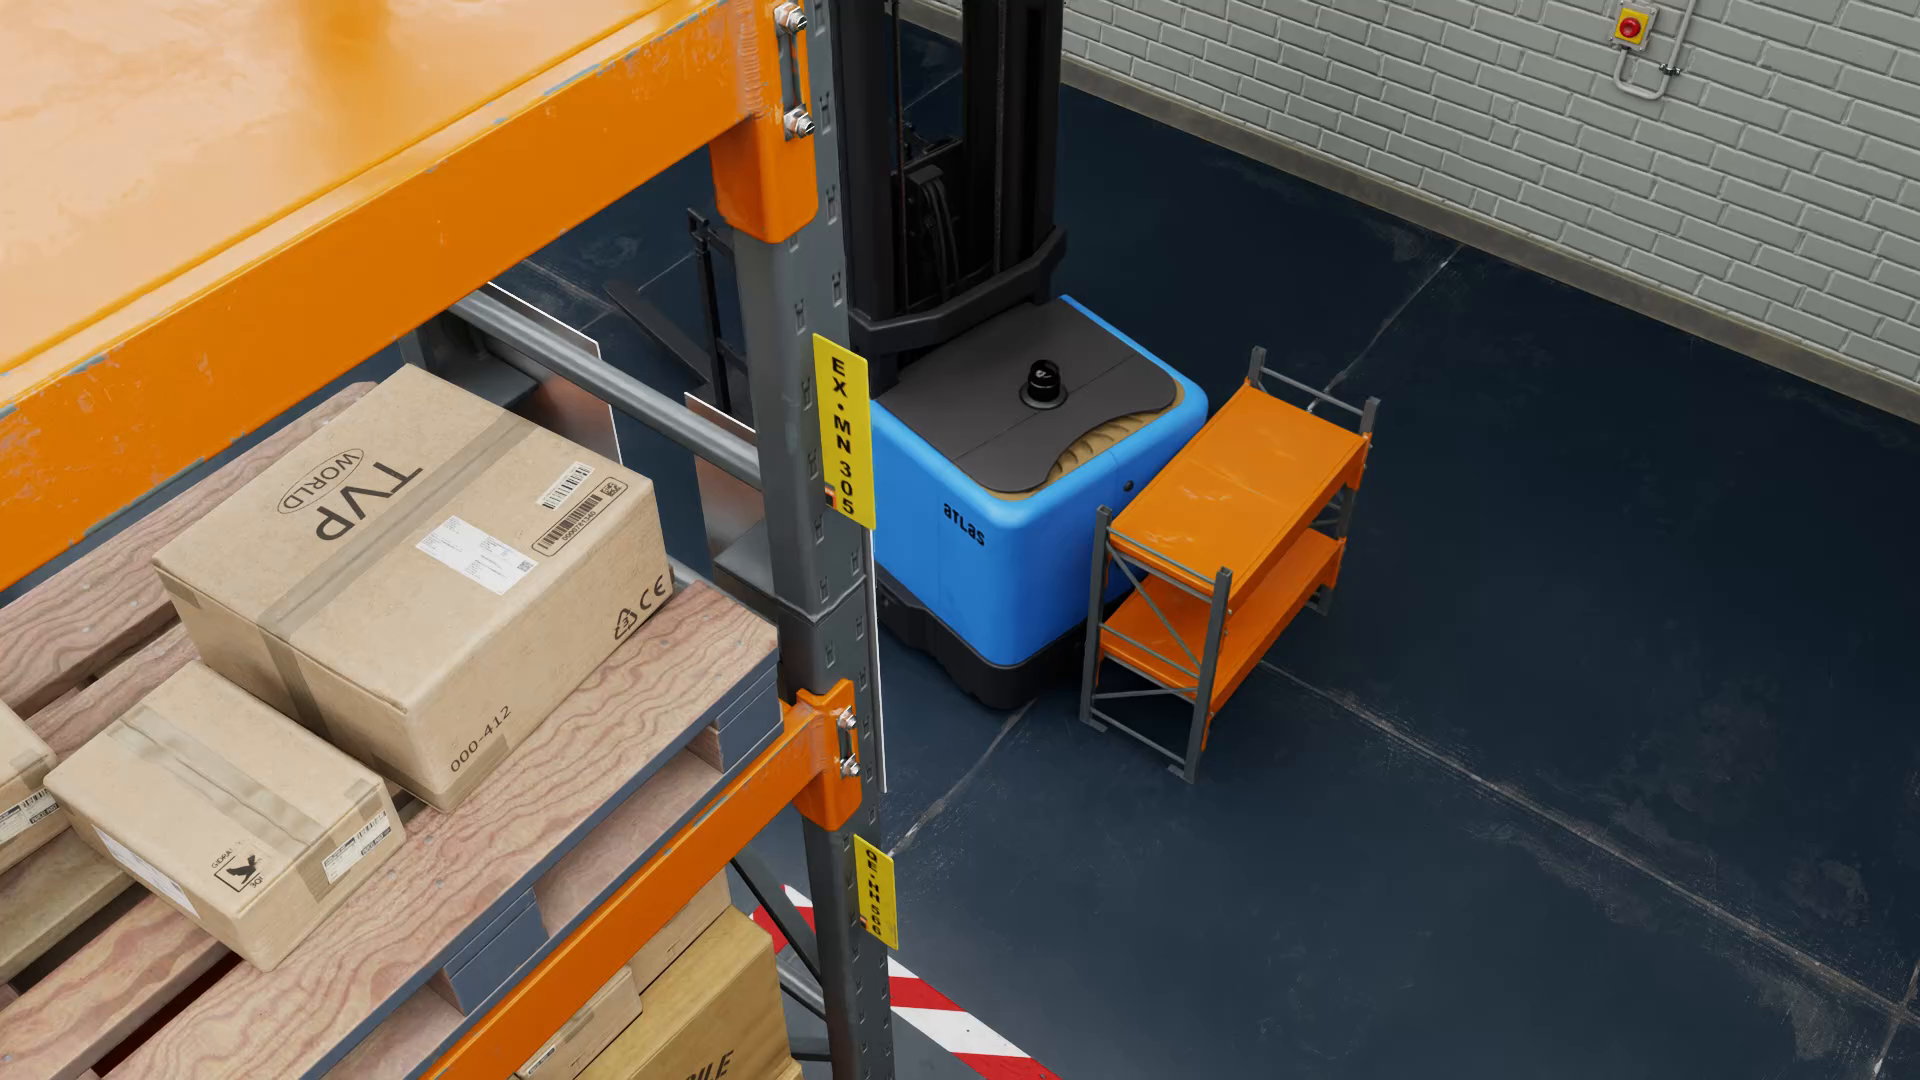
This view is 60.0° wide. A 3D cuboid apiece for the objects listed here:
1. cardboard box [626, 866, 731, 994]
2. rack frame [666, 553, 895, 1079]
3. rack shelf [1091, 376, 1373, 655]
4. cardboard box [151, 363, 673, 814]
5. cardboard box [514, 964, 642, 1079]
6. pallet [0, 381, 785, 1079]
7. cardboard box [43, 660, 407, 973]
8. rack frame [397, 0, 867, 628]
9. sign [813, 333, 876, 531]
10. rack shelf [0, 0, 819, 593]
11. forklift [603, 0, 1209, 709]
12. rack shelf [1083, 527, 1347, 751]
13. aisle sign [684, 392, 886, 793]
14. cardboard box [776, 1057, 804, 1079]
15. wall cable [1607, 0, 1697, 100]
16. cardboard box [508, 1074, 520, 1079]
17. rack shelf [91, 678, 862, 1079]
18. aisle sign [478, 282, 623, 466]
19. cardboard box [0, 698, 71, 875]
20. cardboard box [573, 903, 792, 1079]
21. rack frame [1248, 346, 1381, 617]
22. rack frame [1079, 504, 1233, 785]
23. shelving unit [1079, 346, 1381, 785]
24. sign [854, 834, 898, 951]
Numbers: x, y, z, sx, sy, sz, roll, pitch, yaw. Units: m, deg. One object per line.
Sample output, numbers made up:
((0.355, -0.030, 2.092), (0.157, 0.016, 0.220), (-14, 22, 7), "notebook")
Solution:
((-0.646, 0.609, 3.050), (0.380, 0.149, 0.250), (30, 53, 25), "cardboard box")
((-0.585, 0.919, 3.963), (1.000, 3.000, 0.127), (29, 53, 25), "rack frame")
((0.962, -0.109, 5.836), (0.538, 0.278, 1.000), (28, 53, 24), "rack shelf")
((-0.789, 0.052, 2.460), (0.500, 0.250, 0.500), (25, 51, 22), "cardboard box")
((-0.782, 0.765, 2.901), (0.380, 0.149, 0.250), (30, 53, 26), "cardboard box")
((-1.030, 0.342, 2.500), (1.003, 0.211, 1.213), (29, 53, 25), "pallet")
((-0.982, 0.362, 2.234), (0.380, 0.149, 0.250), (25, 51, 22), "cardboard box")
((-0.585, -1.153, 1.793), (1.000, 3.000, 0.127), (29, 53, 25), "rack frame")
((-0.164, -0.148, 2.350), (0.100, 0.325, 0.005), (29, 53, 25), "sign")
((-1.808, 0.378, 1.105), (1.077, 0.370, 4.000), (29, 53, 25), "rack shelf")
((-0.430, -1.377, 6.203), (1.130, 2.935, 3.031), (-32, 54, -27), "forklift")
((0.962, 0.262, 6.224), (0.538, 0.278, 1.000), (28, 53, 24), "rack shelf")
((-0.296, 0.117, 2.931), (0.394, 0.787, 0.004), (29, 53, 25), "aisle sign")
((-0.671, 1.277, 3.551), (0.500, 0.500, 0.500), (29, 53, 25), "cardboard box")
((2.844, -2.680, 6.676), (0.585, 1.953, 0.123), (29, 53, 25), "wall cable")
((-0.873, 0.950, 2.724), (0.380, 0.149, 0.250), (29, 53, 25), "cardboard box")
((-1.808, 1.276, 2.045), (1.077, 0.370, 4.000), (29, 53, 25), "rack shelf")
((-0.771, -0.149, 3.184), (0.394, 0.787, 0.004), (29, 53, 25), "aisle sign")
((-1.432, 0.311, 2.283), (0.380, 0.149, 0.250), (31, 54, 26), "cardboard box")
((-0.691, 0.920, 3.201), (0.500, 0.500, 0.500), (31, 54, 26), "cardboard box")
((1.266, -0.201, 6.329), (0.500, 1.125, 0.032), (28, 53, 24), "rack frame")
((0.657, 0.388, 5.767), (0.500, 1.125, 0.032), (28, 53, 24), "rack frame")
((0.962, 0.093, 6.048), (0.538, 1.125, 1.048), (28, 53, 24), "shelving unit")
((-0.164, 0.685, 3.221), (0.100, 0.325, 0.005), (29, 53, 25), "sign")
